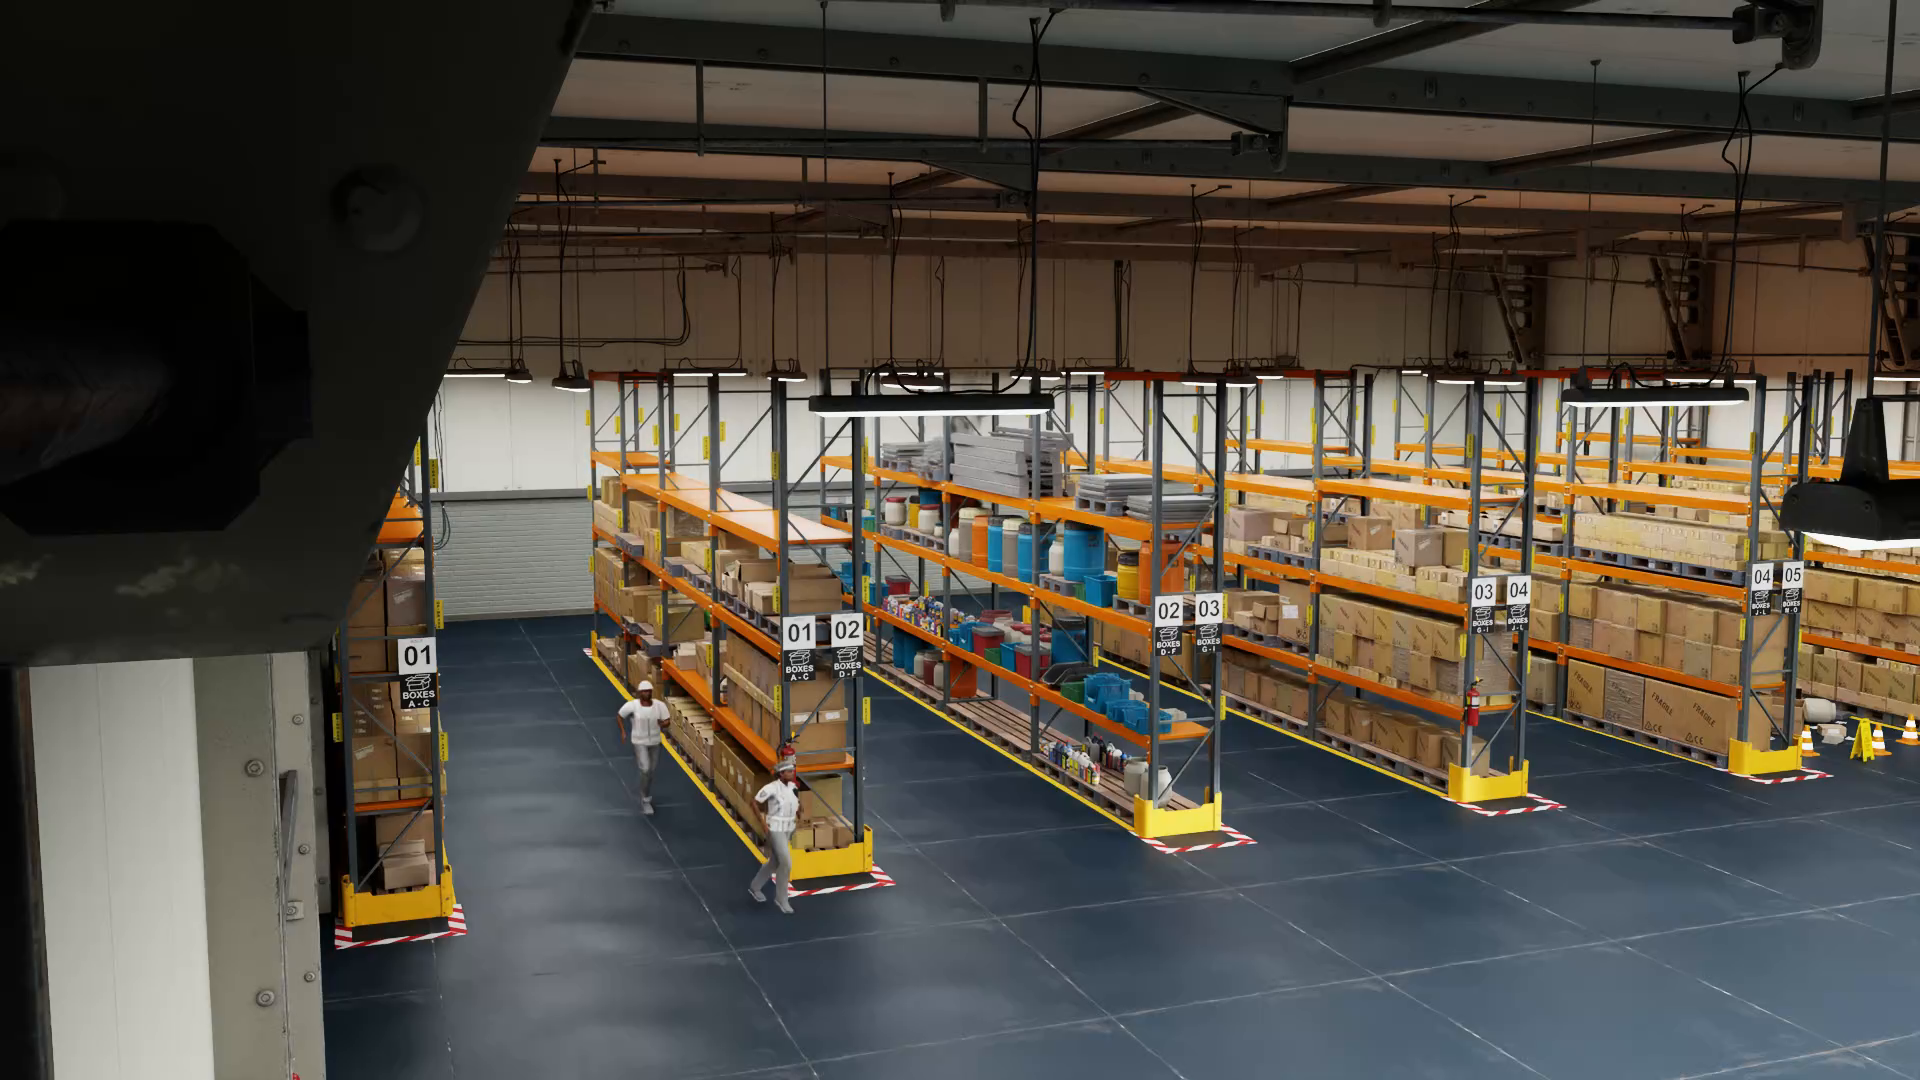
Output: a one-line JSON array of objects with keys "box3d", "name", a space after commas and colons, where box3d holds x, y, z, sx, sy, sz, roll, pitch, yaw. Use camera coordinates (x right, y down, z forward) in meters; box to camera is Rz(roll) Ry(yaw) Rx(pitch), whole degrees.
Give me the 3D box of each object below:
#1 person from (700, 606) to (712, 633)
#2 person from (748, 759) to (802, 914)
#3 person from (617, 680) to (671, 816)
[{"box3d": [-5.426, 1.495, 35.548, 0.650, 1.763, 0.941, -6, 9, -43], "name": "person"}, {"box3d": [-2.089, 3.379, 19.176, 0.709, 1.729, 0.571, 3, 7, 29], "name": "person"}, {"box3d": [-4.377, 2.858, 23.205, 0.678, 1.817, 0.830, -4, 7, -30], "name": "person"}]
